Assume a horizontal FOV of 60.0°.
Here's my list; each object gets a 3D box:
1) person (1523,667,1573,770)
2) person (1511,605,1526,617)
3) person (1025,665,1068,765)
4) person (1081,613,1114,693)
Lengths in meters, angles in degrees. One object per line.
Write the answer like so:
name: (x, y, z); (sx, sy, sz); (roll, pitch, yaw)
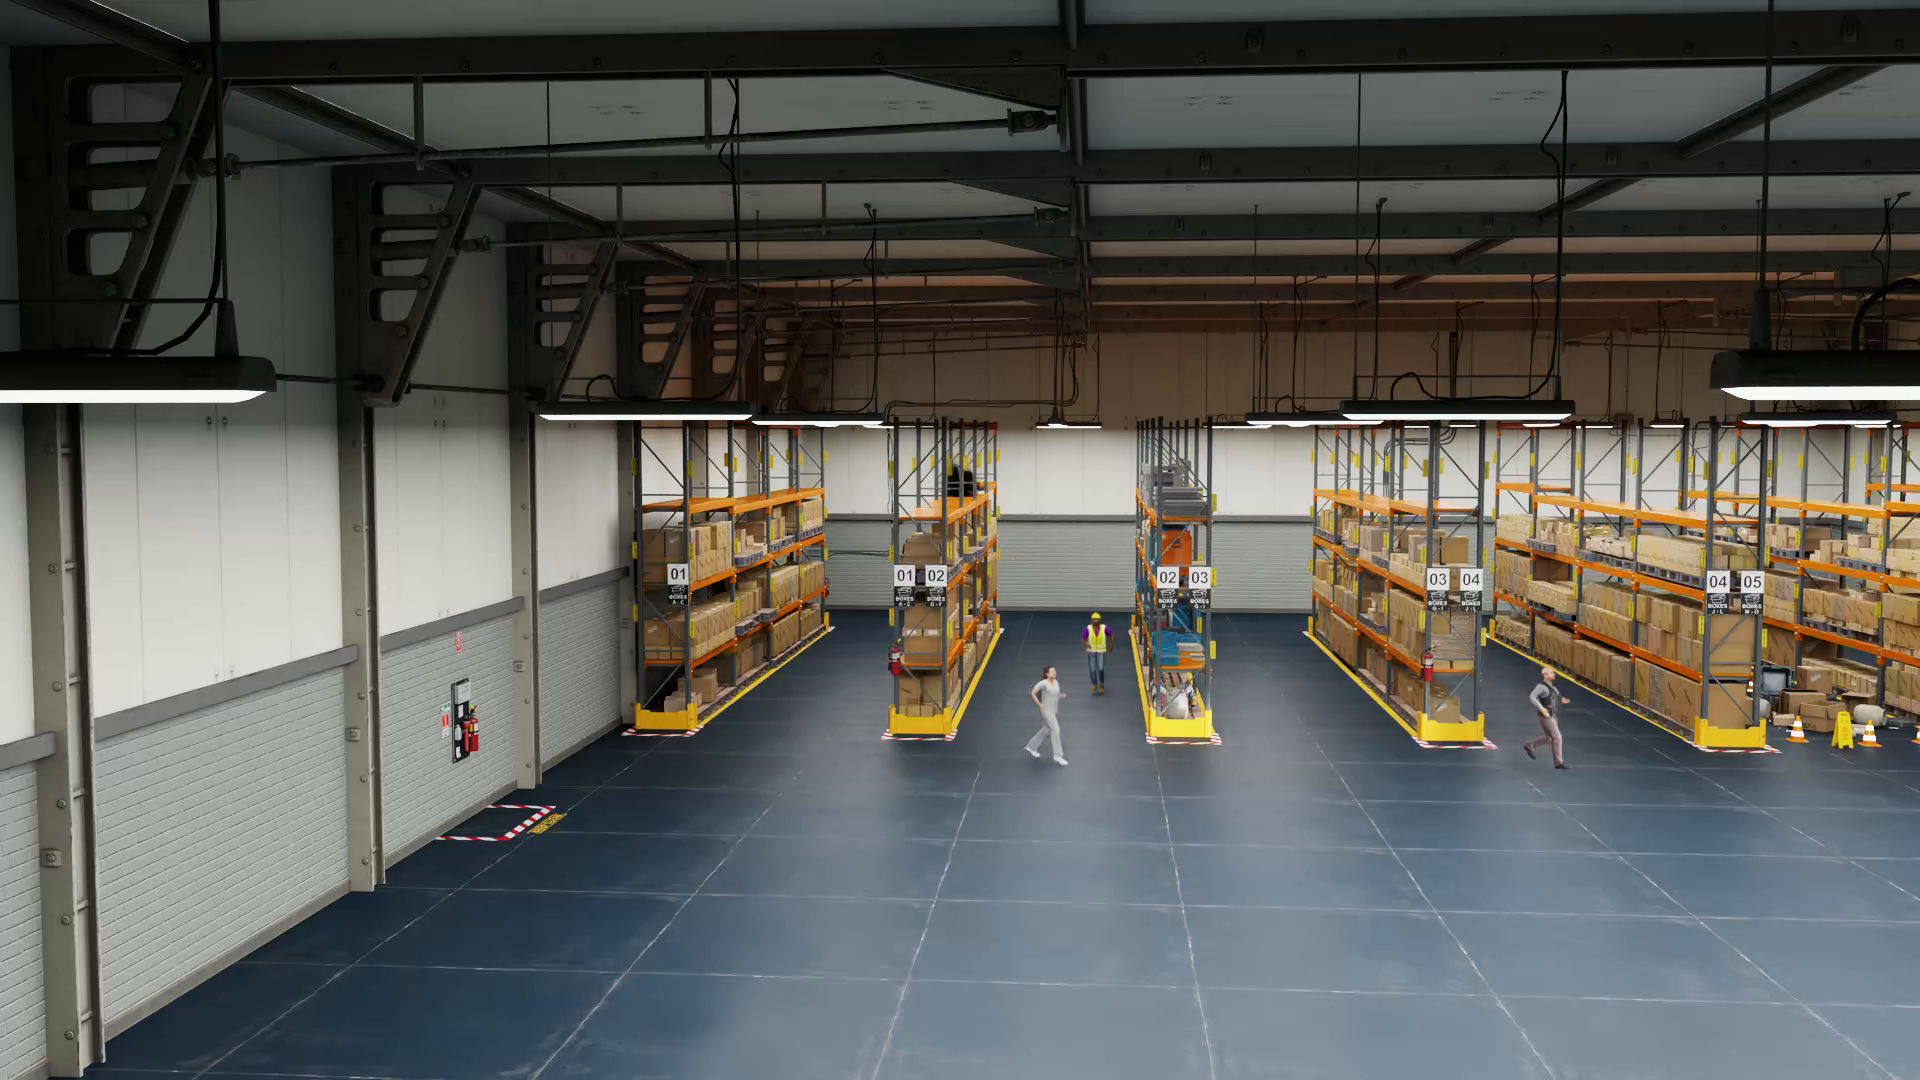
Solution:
person: (9.999, 3.013, 28.286); (0.930, 1.699, 0.666); (3, 5, 41)
person: (15.984, 1.757, 47.418); (0.873, 1.721, 0.797); (2, 4, 28)
person: (1.531, 3.004, 28.813); (0.874, 1.703, 0.549); (3, 5, 34)
person: (3.003, 2.483, 36.381); (0.725, 1.783, 0.685); (0, 4, 6)
